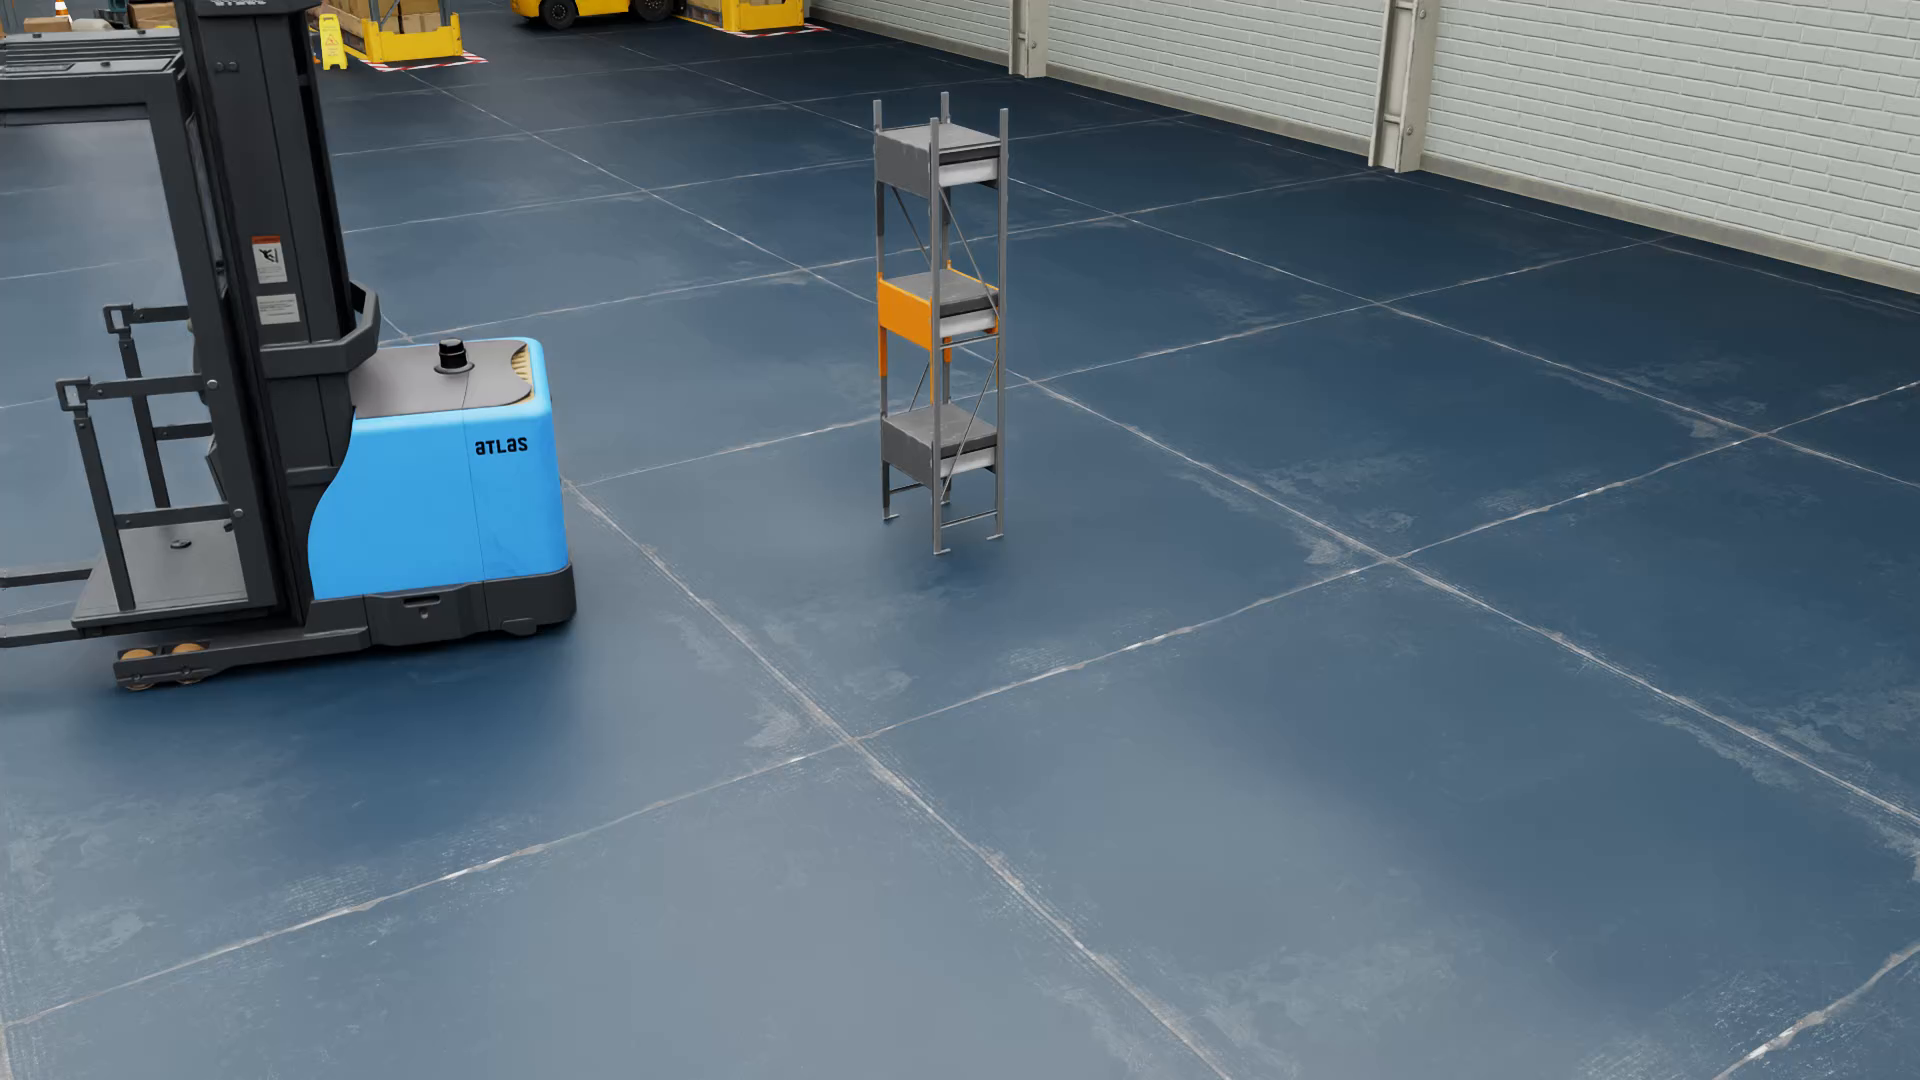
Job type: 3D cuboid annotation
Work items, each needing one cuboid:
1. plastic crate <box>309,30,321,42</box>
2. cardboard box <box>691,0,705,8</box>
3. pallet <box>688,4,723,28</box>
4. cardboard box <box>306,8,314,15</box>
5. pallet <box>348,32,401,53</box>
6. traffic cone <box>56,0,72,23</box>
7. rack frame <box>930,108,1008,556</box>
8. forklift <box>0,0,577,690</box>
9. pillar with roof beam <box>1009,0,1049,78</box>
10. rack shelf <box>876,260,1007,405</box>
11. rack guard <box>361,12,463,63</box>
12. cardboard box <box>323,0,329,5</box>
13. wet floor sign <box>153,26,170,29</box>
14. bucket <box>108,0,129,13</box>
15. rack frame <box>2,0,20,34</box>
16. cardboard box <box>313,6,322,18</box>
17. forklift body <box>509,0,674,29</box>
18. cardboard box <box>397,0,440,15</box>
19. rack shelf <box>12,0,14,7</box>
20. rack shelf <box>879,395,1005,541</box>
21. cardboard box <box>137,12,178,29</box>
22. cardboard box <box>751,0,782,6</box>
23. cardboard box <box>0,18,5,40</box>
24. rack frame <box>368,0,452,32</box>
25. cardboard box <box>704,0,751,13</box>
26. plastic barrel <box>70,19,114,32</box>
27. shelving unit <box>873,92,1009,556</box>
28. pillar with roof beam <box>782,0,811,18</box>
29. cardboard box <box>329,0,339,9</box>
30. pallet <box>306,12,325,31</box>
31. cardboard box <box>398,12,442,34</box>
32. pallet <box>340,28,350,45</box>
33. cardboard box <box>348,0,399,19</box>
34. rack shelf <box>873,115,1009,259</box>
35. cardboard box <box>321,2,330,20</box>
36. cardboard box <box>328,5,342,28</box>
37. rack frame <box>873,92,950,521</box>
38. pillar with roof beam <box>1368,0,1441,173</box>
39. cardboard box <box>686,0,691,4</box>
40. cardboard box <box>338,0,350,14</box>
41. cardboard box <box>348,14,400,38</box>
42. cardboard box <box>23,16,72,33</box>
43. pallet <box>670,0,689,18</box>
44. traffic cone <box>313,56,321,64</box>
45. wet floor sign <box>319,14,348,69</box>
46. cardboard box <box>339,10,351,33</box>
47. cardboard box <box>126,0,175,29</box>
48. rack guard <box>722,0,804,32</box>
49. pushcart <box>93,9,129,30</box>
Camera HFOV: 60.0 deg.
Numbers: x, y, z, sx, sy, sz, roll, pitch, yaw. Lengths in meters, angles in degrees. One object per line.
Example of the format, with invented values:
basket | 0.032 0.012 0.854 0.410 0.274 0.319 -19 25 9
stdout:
plastic crate | -8.990 -6.914 22.802 0.583 0.080 0.402 18 31 33
cardboard box | -3.604 -7.935 24.275 0.500 0.250 0.500 -16 29 -30
pallet | -3.272 -7.717 24.350 1.003 0.211 1.213 -16 29 -30
cardboard box | -9.064 -7.659 23.690 0.500 0.250 0.500 -17 30 -32
pallet | -7.432 -6.621 22.029 1.003 0.211 1.213 -16 29 -30
traffic cone | -12.719 -7.482 23.556 0.336 0.463 0.334 -16 29 -30
rack frame | 0.043 -0.921 7.742 0.400 2.100 0.015 -16 29 -30
forklift | -3.282 -0.951 6.830 3.031 2.935 1.130 -7 26 -14
pillar with roof beam | -2.776 -8.737 16.216 9.100 9.000 0.400 -16 29 -30
rack shelf | -0.090 -0.996 7.933 0.431 0.518 0.480 -16 29 -30
rack guard | -7.018 -6.453 21.334 1.175 0.500 0.348 -16 29 -30
cardboard box | -8.480 -7.624 22.737 0.500 0.500 0.500 -14 29 -27
wet floor sign | -9.394 -5.753 19.681 0.267 0.644 0.232 -22 33 -38
bucket | -11.246 -7.493 22.663 0.726 0.611 0.620 -6 16 -12
rack frame | -11.069 -6.367 18.222 1.000 3.000 0.127 -16 29 -30
cardboard box | -8.763 -7.471 23.291 0.500 0.250 0.500 -14 29 -27
forklift body | -5.383 -8.584 23.913 2.313 2.155 1.214 -16 29 -30
cardboard box | -7.199 -7.203 21.845 0.500 0.500 0.500 -17 30 -31
rack shelf | -12.160 -6.757 19.891 1.077 0.370 4.000 -16 29 -30
rack shelf | -0.090 -0.363 8.232 0.431 0.518 0.480 -16 29 -30
cardboard box | -10.057 -6.466 21.357 0.637 0.503 0.797 7 26 15
cardboard box | -2.924 -7.882 24.162 0.500 0.250 0.500 -15 29 -29
cardboard box | -11.494 -5.823 19.068 0.875 0.875 0.875 -15 29 -29
rack frame | -6.976 -7.556 20.743 1.000 3.000 0.127 -16 29 -30
cardboard box | -3.341 -7.755 23.893 0.500 0.250 0.500 -15 29 -29
plastic barrel | -11.348 -6.584 21.701 0.512 0.421 0.421 3 25 6
shelving unit | -0.090 -1.009 7.927 0.431 2.100 0.503 -16 29 -30
pillar with roof beam | -6.052 -10.883 20.762 9.100 9.000 0.400 -16 29 -30
cardboard box | -8.190 -7.436 22.338 0.500 0.500 0.500 -16 30 -31
pallet | -8.764 -7.494 23.877 1.003 0.211 1.213 -16 29 -30
cardboard box | -7.185 -6.856 21.988 0.500 0.250 0.500 -16 30 -30
pallet | -8.094 -7.057 22.952 1.003 0.211 1.213 -16 29 -30
cardboard box | -7.632 -7.068 21.558 0.500 0.500 0.500 -15 29 -29
rack shelf | -0.090 -1.629 7.634 0.431 0.518 0.480 -16 29 -30
cardboard box | -8.472 -7.282 22.891 0.500 0.250 0.500 -16 30 -30
cardboard box | -8.210 -7.102 22.510 0.500 0.250 0.500 -17 30 -31
rack frame | -0.224 -1.096 8.112 0.400 2.100 0.015 -16 29 -30
pillar with roof beam | 0.499 -6.591 11.670 9.100 9.000 0.400 -16 29 -30
cardboard box | -3.870 -8.116 24.658 0.500 0.250 0.500 -15 29 -29
cardboard box | -7.920 -7.253 21.952 0.500 0.500 0.500 -14 29 -28
cardboard box | -7.656 -6.738 21.738 0.500 0.250 0.500 -16 29 -30
cardboard box | -11.545 -6.352 21.117 0.500 0.500 0.500 -10 27 -21
pallet | -3.934 -8.153 25.273 1.003 0.211 1.213 -16 29 -30
traffic cone | -8.292 -6.262 20.973 0.336 0.463 0.334 -16 29 -30
wet floor sign | -7.769 -6.174 20.573 0.267 0.644 0.232 -6 26 -12
cardboard box | -7.919 -6.916 22.116 0.500 0.250 0.500 -15 29 -29
cardboard box | -10.574 -6.860 22.032 0.797 0.637 0.503 -16 29 -30
rack guard | -2.807 -7.575 23.711 1.175 0.500 0.348 -16 29 -30
pushcart | -11.043 -7.252 23.170 0.936 0.377 1.648 18 31 33
